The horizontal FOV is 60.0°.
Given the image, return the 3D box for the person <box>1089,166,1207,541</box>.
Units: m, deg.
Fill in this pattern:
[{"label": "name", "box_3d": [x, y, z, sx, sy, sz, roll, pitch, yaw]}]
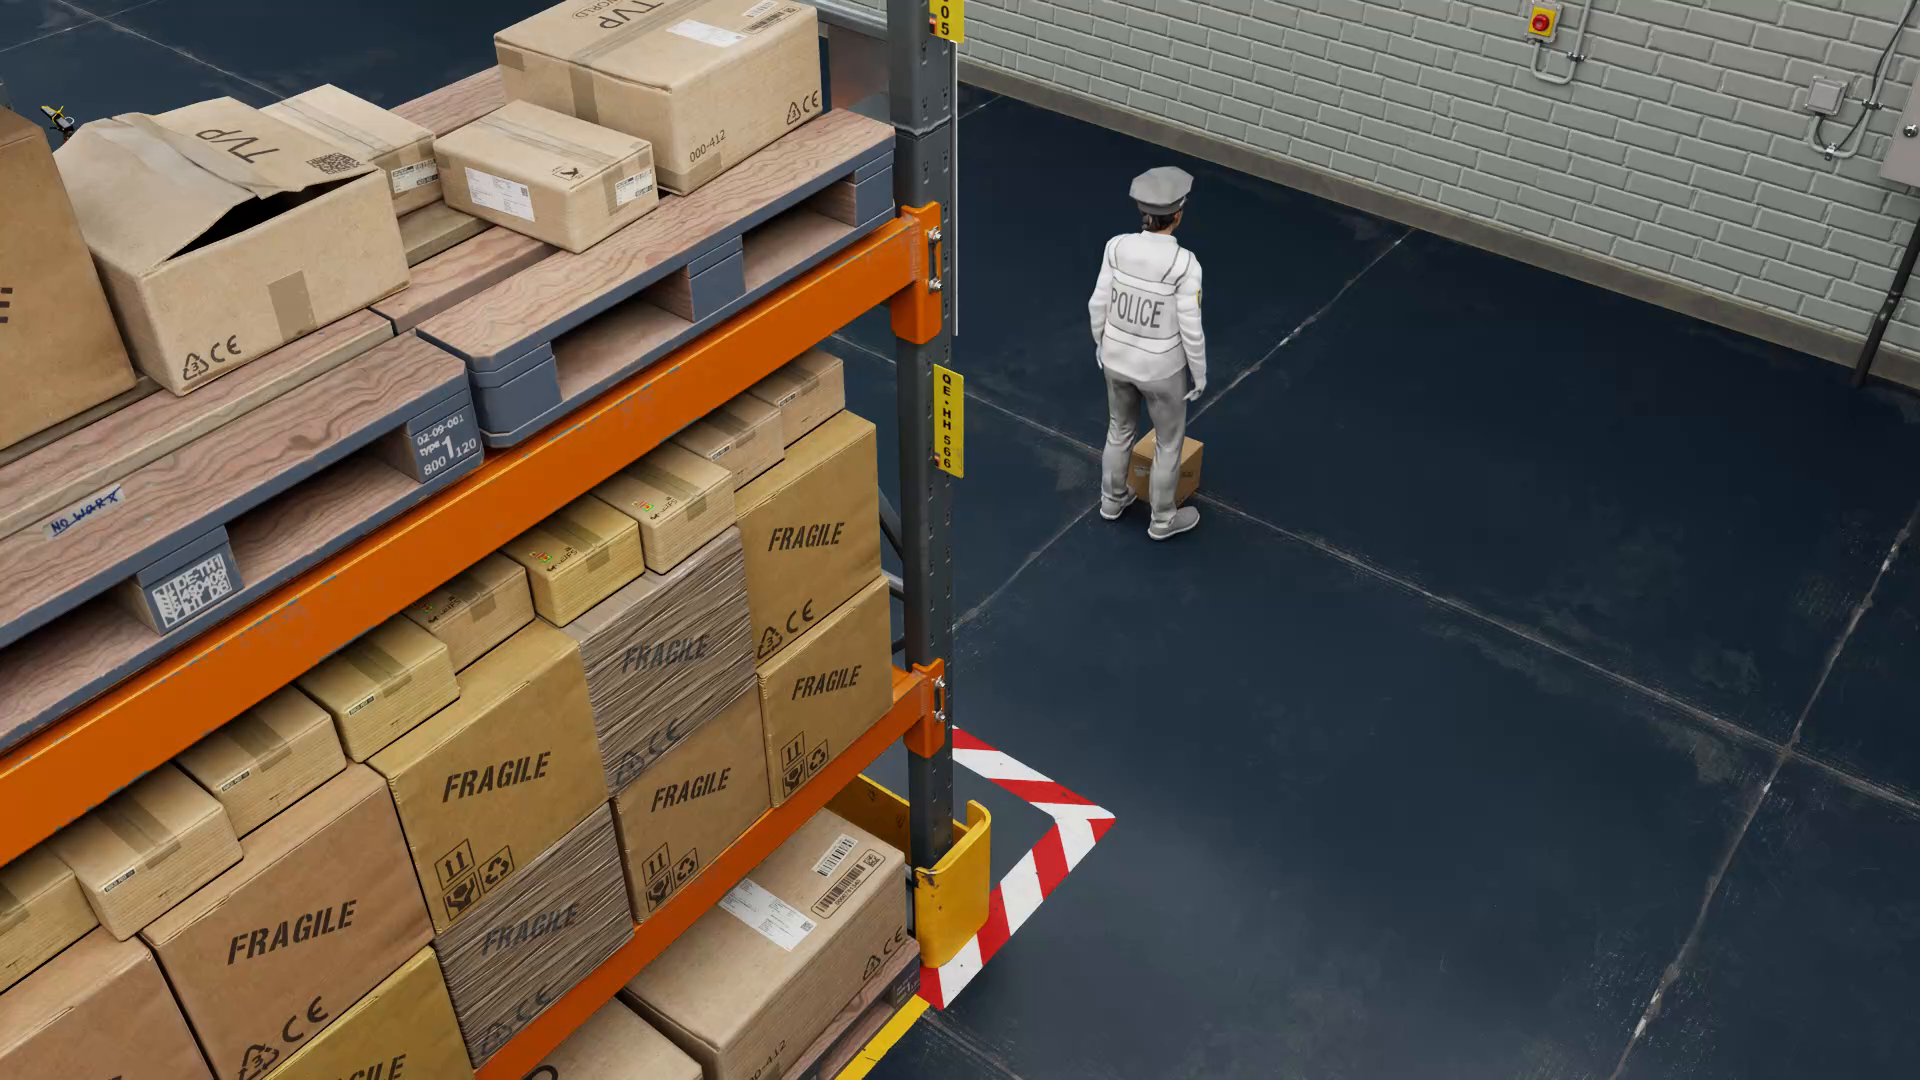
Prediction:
[{"label": "person", "box_3d": [0.797, -0.759, 7.083, 0.546, 1.667, 0.369, 24, 45, 26]}]
